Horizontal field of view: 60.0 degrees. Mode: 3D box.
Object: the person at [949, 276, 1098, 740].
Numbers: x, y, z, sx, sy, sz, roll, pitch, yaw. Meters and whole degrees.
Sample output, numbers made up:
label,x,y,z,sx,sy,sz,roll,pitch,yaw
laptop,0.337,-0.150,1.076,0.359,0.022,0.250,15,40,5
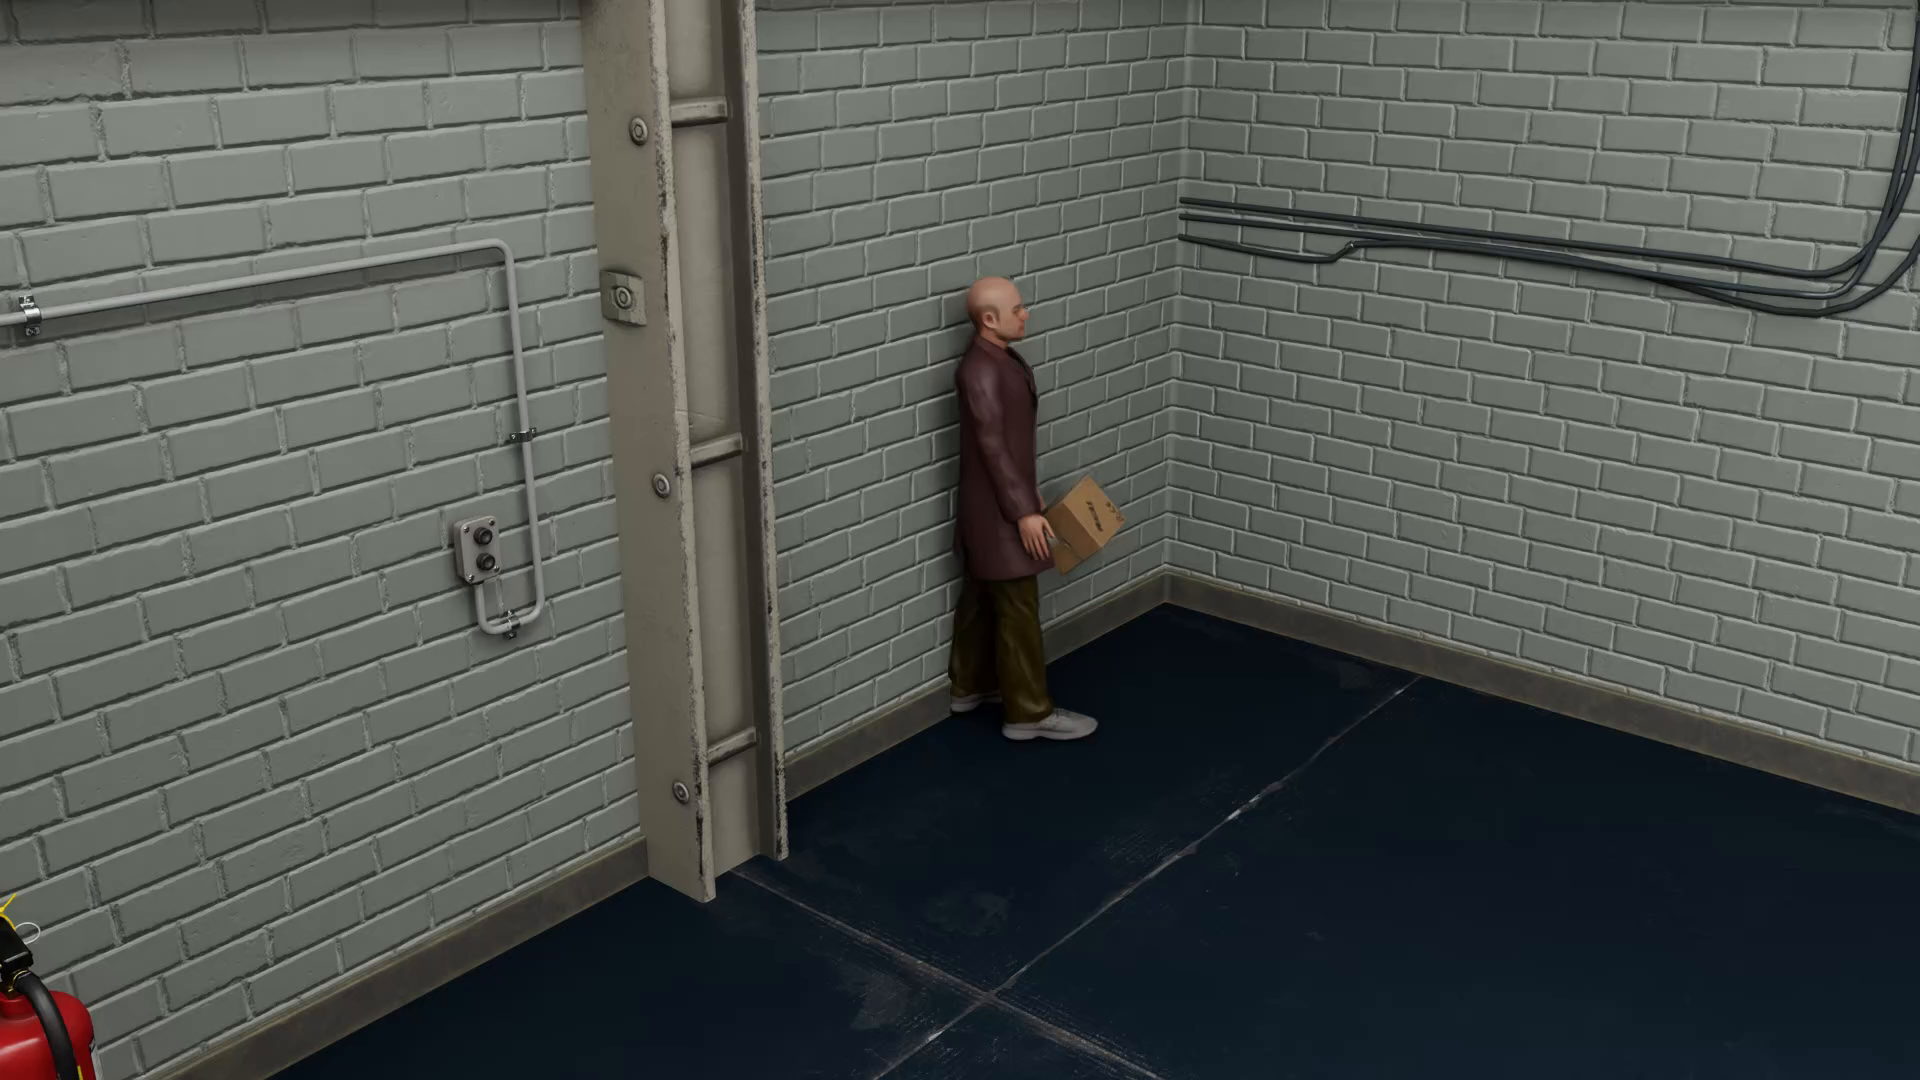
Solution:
label,x,y,z,sx,sy,sz,roll,pitch,yaw
person,0.243,-0.123,6.382,0.605,1.780,0.644,1,20,1
